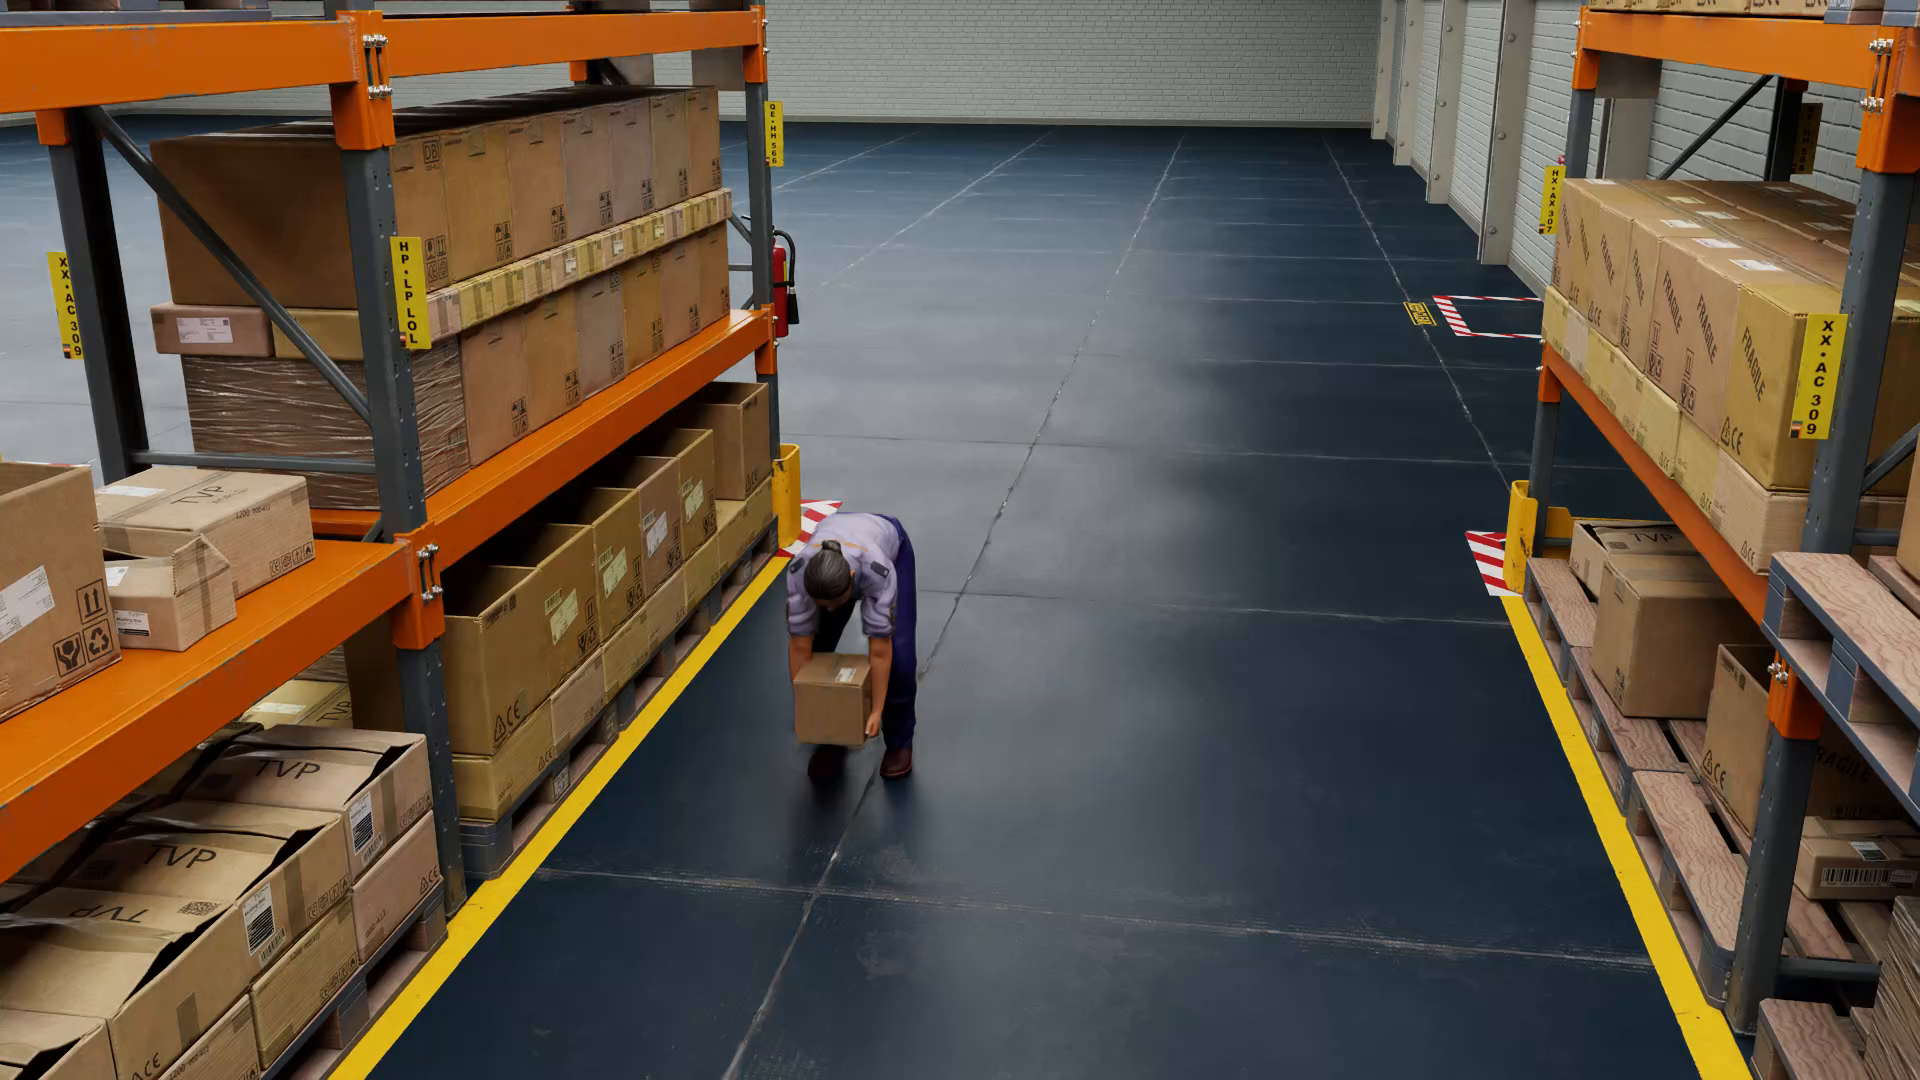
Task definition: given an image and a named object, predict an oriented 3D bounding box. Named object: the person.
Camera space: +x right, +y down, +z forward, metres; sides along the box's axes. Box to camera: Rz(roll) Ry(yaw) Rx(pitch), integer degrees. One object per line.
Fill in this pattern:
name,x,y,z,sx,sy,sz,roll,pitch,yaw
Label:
person,-0.411,0.426,6.208,0.468,1.072,0.904,2,18,7
